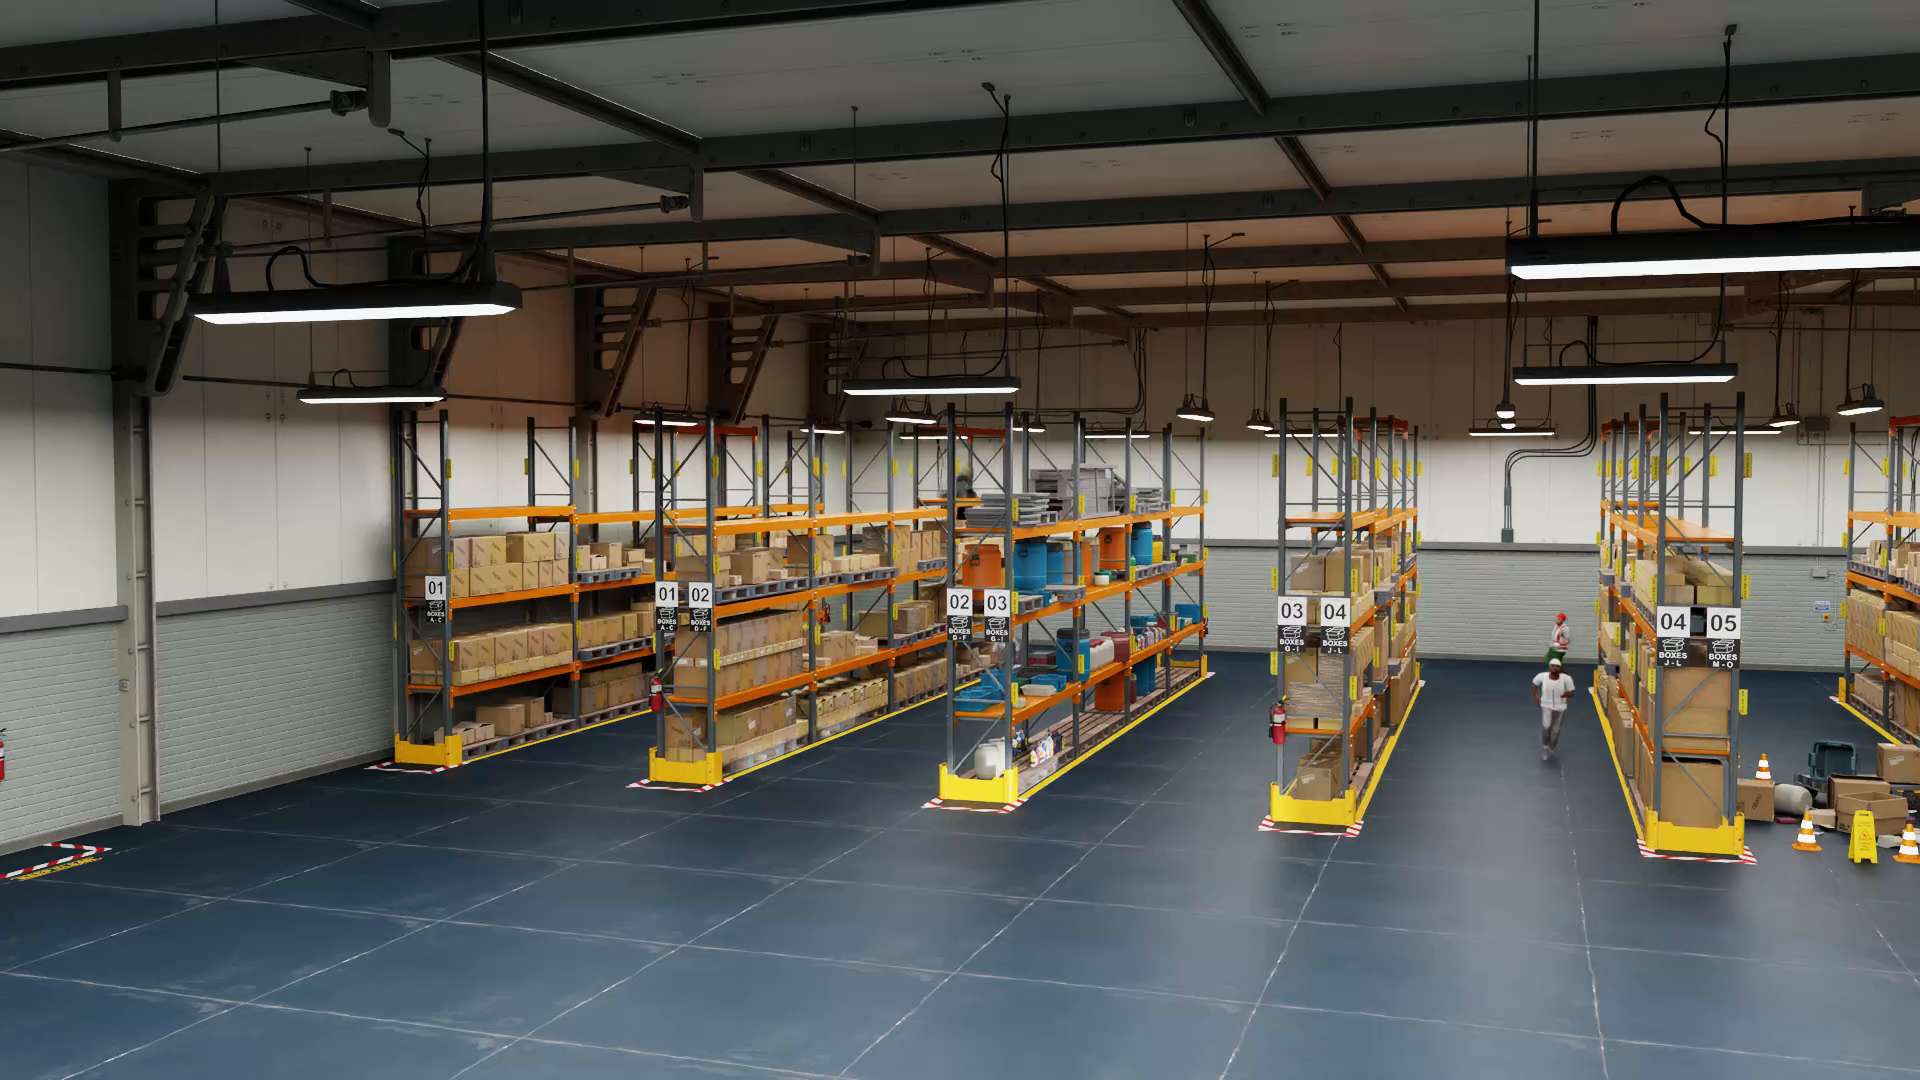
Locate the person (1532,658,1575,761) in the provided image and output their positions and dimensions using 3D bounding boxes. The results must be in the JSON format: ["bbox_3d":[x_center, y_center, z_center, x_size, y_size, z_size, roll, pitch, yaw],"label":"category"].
[{"bbox_3d":[10.193,2.906,28.558,0.680,1.770,0.756,1,3,15],"label":"person"}]

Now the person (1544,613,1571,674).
[{"bbox_3d":[13.789,2.512,38.341,0.539,1.687,0.742,-1,2,-12],"label":"person"}]

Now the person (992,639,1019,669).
[{"bbox_3d":[0.976,2.667,35.904,0.562,1.614,0.899,1,3,13],"label":"person"}]

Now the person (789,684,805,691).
[{"bbox_3d":[-3.417,2.668,34.915,0.740,1.718,0.700,1,3,20],"label":"person"}]
